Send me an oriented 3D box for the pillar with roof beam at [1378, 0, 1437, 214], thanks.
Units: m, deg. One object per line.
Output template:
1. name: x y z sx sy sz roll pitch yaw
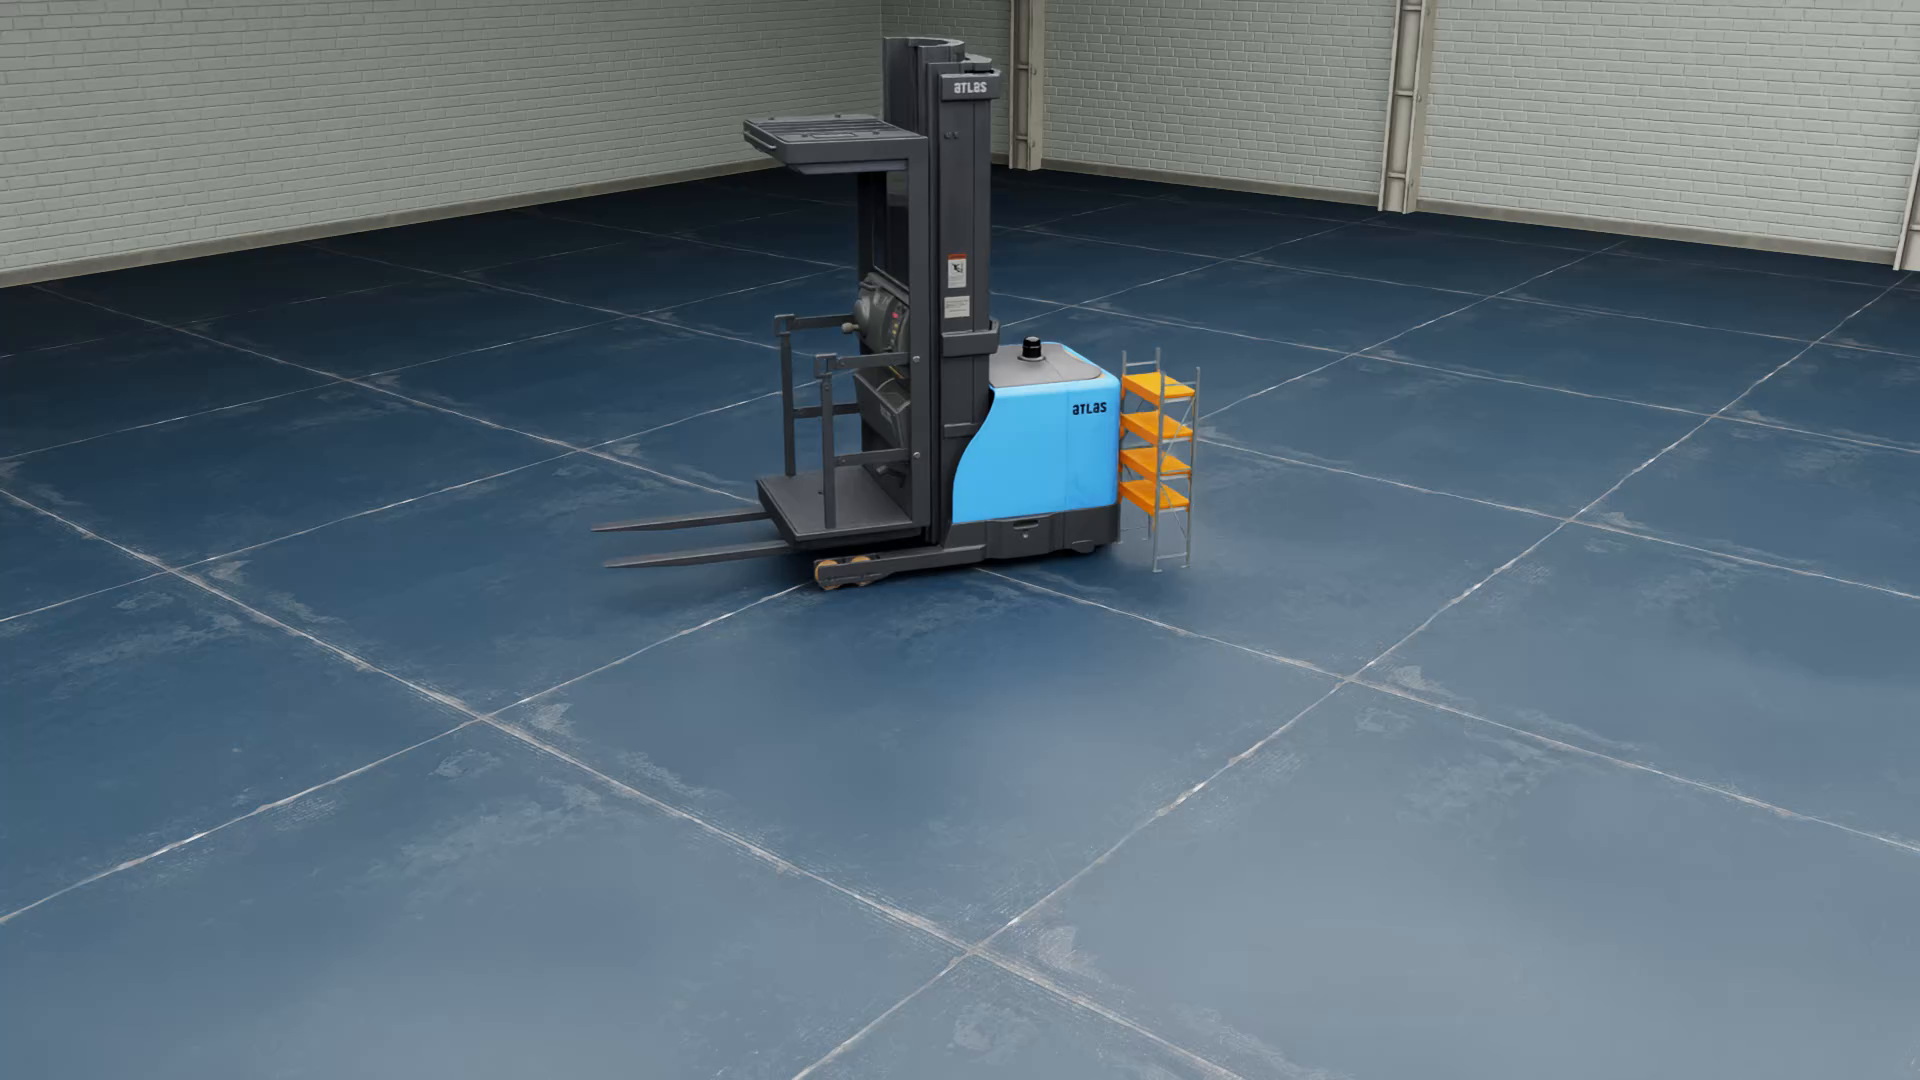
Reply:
1. pillar with roof beam: 2.908 -7.278 16.715 0.400 9.000 9.100 16 26 36

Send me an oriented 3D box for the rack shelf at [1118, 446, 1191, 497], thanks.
1. rack shelf: 1.147 -0.409 9.742 0.258 0.148 0.480 -8 22 -20

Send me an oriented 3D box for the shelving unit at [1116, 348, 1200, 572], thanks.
1. shelving unit: 1.147 -0.472 9.718 0.258 1.200 0.503 -8 22 -20

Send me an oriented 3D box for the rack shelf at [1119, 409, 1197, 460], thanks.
1. rack shelf: 1.147 -0.618 9.663 0.258 0.148 0.480 -8 22 -20

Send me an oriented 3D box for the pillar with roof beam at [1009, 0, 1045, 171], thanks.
1. pillar with roof beam: -1.740 -8.617 20.264 0.400 9.000 9.100 16 26 36

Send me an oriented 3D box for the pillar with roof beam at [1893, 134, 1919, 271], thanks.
1. pillar with roof beam: 7.557 -5.939 13.165 0.400 9.000 9.100 16 26 36

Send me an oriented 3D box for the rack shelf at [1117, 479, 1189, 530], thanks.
1. rack shelf: 1.147 -0.223 9.812 0.258 0.148 0.480 -8 22 -20

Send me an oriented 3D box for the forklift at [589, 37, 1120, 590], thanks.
1. forklift: -0.631 -1.297 9.454 3.031 2.935 1.130 -7 22 -17

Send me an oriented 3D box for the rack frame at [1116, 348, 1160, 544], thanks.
1. rack frame: 1.060 -0.552 9.931 0.240 1.200 0.015 -8 22 -20

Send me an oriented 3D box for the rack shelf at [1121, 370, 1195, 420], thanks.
1. rack shelf: 1.147 -0.839 9.579 0.258 0.148 0.480 -8 22 -20

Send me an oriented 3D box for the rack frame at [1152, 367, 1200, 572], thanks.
1. rack frame: 1.234 -0.391 9.505 0.240 1.200 0.015 -8 22 -20
